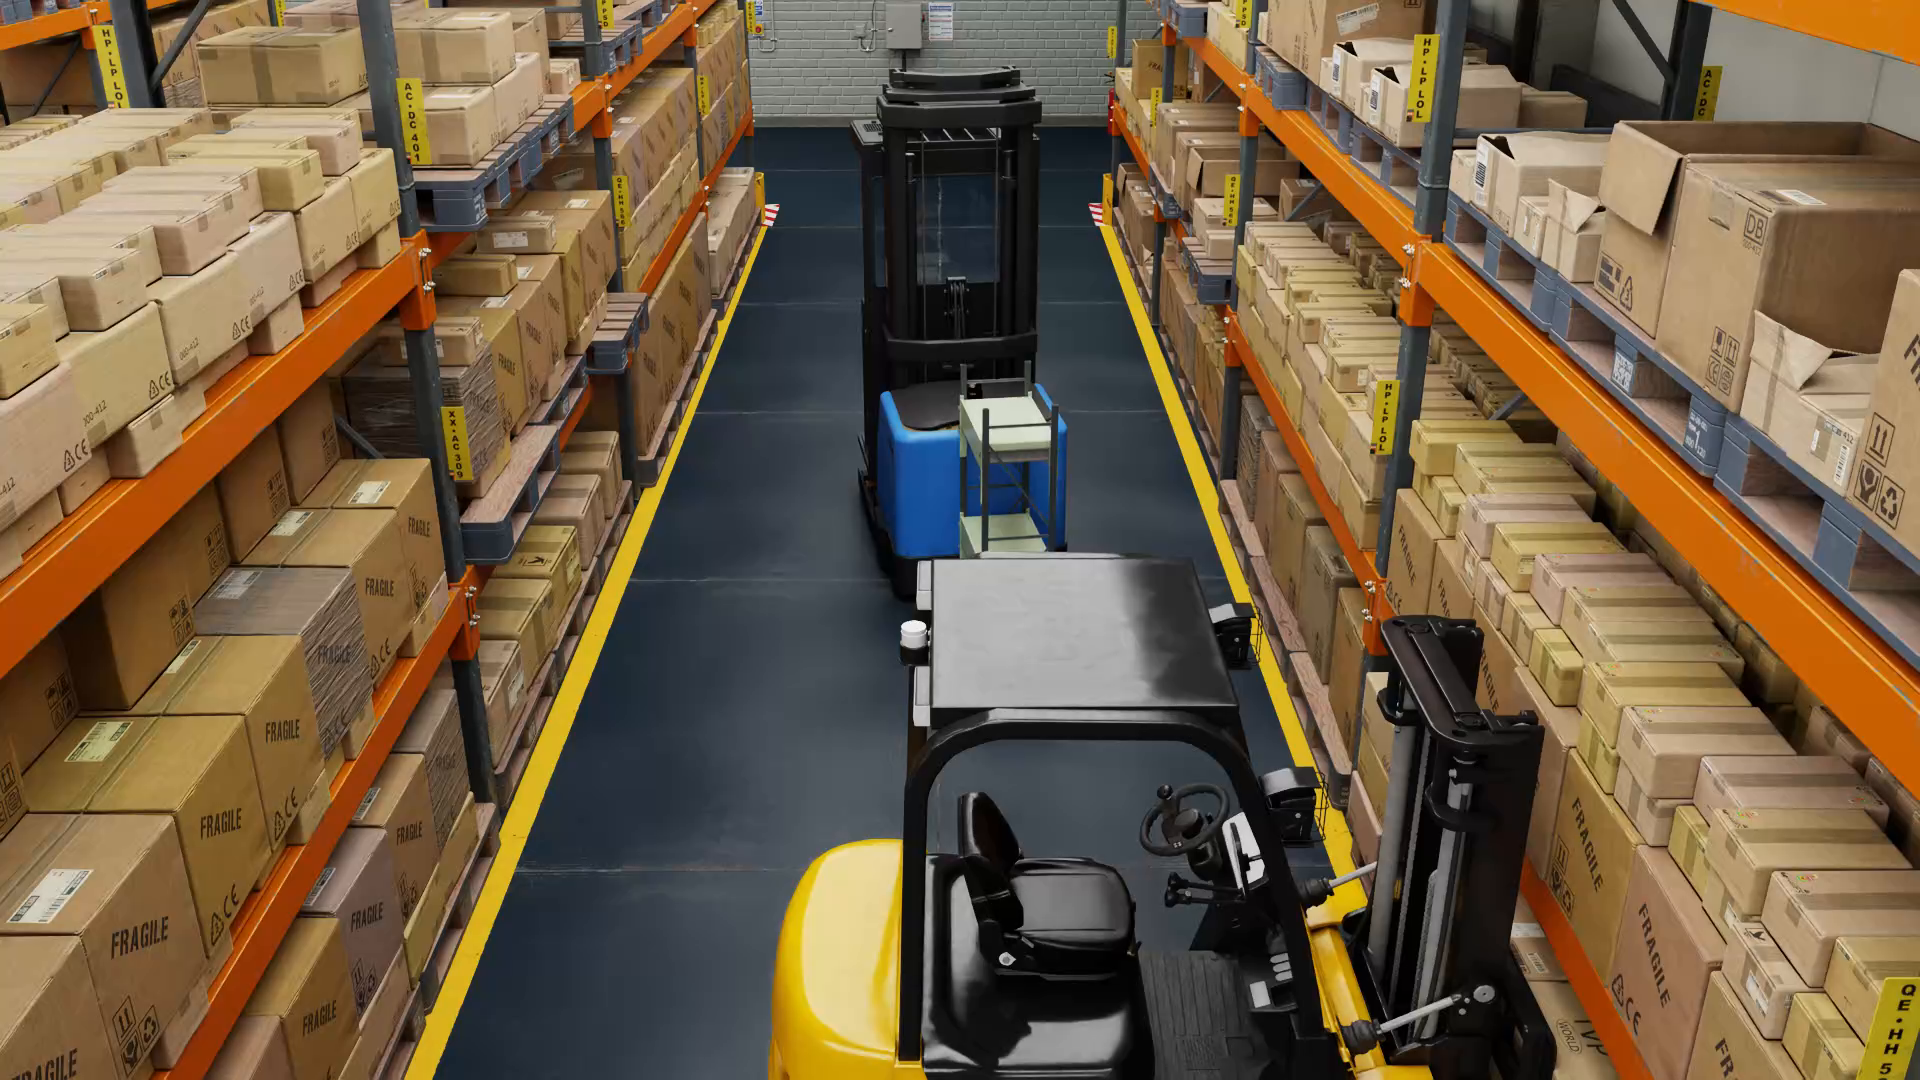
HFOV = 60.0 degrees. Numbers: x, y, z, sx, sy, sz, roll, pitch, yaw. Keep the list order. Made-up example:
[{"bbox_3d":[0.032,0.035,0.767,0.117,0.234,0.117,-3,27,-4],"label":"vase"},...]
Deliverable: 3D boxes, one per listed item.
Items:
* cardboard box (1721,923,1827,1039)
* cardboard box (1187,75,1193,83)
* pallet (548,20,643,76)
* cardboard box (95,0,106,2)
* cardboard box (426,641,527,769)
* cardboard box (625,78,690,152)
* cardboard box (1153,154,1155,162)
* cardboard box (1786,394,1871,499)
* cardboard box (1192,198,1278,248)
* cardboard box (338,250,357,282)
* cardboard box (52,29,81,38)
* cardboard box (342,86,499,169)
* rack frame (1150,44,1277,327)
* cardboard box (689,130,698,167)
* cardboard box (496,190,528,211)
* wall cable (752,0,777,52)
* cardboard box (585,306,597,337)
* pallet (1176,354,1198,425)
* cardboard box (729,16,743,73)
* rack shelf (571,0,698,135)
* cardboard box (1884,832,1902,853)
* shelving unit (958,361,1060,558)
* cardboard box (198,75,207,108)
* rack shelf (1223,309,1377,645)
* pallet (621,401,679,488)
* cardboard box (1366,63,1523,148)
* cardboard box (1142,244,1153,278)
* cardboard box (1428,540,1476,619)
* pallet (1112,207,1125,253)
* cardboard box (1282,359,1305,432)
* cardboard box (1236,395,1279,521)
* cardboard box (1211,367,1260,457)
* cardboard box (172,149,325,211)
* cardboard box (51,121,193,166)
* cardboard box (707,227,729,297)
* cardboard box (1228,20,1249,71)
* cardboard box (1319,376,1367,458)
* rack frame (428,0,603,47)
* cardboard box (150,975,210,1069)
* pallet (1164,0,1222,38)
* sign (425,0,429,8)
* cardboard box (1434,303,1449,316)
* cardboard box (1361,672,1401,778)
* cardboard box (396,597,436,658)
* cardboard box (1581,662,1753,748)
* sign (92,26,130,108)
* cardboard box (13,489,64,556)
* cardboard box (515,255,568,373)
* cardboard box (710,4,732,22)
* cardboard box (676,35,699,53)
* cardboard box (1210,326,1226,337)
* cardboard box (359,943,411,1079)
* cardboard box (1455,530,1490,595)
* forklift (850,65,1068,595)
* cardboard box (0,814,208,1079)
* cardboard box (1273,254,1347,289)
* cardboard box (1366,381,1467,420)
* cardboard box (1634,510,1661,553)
[{"bbox_3d":[2.043,1.035,3.912,0.380,0.149,0.250,0,24,0],"label":"cardboard box"},{"bbox_3d":[2.460,-4.636,17.182,0.500,0.250,0.500,0,24,0],"label":"cardboard box"},{"bbox_3d":[-2.751,-3.195,10.764,1.213,0.211,1.003,1,24,2],"label":"pallet"},{"bbox_3d":[-7.425,-4.724,14.097,0.500,0.250,0.500,1,24,2],"label":"cardboard box"},{"bbox_3d":[-2.656,0.789,8.046,0.950,0.372,0.625,0,24,0],"label":"cardboard box"},{"bbox_3d":[-2.466,-3.403,13.299,0.500,0.500,0.500,0,24,0],"label":"cardboard box"},{"bbox_3d":[1.948,-3.445,15.031,0.380,0.149,0.250,0,24,1],"label":"cardboard box"},{"bbox_3d":[2.047,-0.206,3.600,0.380,0.149,0.250,-1,24,-2],"label":"cardboard box"},{"bbox_3d":[1.937,-2.230,11.712,0.500,0.250,0.500,-1,24,-3],"label":"cardboard box"},{"bbox_3d":[-2.424,-1.020,6.031,0.380,0.149,0.250,0,24,0],"label":"cardboard box"},{"bbox_3d":[-7.970,-4.276,14.869,0.500,0.500,0.500,-1,24,-2],"label":"cardboard box"},{"bbox_3d":[-2.253,-1.734,6.975,0.500,0.250,0.500,-1,24,-2],"label":"cardboard box"},{"bbox_3d":[2.228,-3.322,14.454,1.000,3.000,0.127,0,24,-1],"label":"rack frame"},{"bbox_3d":[-2.487,-3.277,13.930,0.500,0.250,0.500,0,24,-1],"label":"cardboard box"},{"bbox_3d":[-2.918,-1.835,10.176,0.500,0.500,0.500,-1,24,-2],"label":"cardboard box"},{"bbox_3d":[-2.863,-7.747,22.967,0.585,1.953,0.123,0,24,-1],"label":"wall cable"},{"bbox_3d":[-2.335,-1.275,9.724,0.380,0.149,0.250,-1,24,-3],"label":"cardboard box"},{"bbox_3d":[2.291,-1.212,13.174,1.003,0.211,1.213,0,24,-1],"label":"pallet"},{"bbox_3d":[-2.500,-5.034,16.906,0.500,0.500,0.500,0,24,0],"label":"cardboard box"},{"bbox_3d":[-2.713,-3.513,12.109,1.077,0.370,4.000,0,24,-1],"label":"rack shelf"},{"bbox_3d":[2.610,0.825,4.378,0.380,0.149,0.250,-1,24,-2],"label":"cardboard box"},{"bbox_3d":[0.257,-0.157,9.278,0.431,1.500,0.755,-4,25,-8],"label":"shelving unit"},{"bbox_3d":[-7.454,-4.253,16.030,0.500,0.500,0.500,1,24,2],"label":"cardboard box"},{"bbox_3d":[2.294,-0.521,9.136,1.077,0.370,4.000,0,24,-1],"label":"rack shelf"},{"bbox_3d":[-2.625,-0.704,12.051,1.003,0.211,1.213,0,24,-1],"label":"pallet"},{"bbox_3d":[2.064,-1.885,7.116,0.500,0.311,0.500,-1,24,-2],"label":"cardboard box"},{"bbox_3d":[1.925,-2.643,15.761,0.396,0.266,0.258,1,24,1],"label":"cardboard box"},{"bbox_3d":[2.082,0.328,6.264,0.500,0.500,0.500,0,24,0],"label":"cardboard box"},{"bbox_3d":[2.195,-3.339,17.878,1.003,0.211,1.213,0,24,-1],"label":"pallet"},{"bbox_3d":[2.050,-0.788,9.034,0.500,0.250,0.500,1,24,1],"label":"cardboard box"},{"bbox_3d":[2.265,-0.526,10.644,0.875,0.625,0.625,1,24,1],"label":"cardboard box"},{"bbox_3d":[2.052,-0.899,11.622,0.500,0.500,0.500,0,24,1],"label":"cardboard box"},{"bbox_3d":[-2.299,-1.166,5.386,0.380,0.149,0.250,0,24,1],"label":"cardboard box"},{"bbox_3d":[-2.939,-1.379,5.855,0.380,0.149,0.250,0,24,1],"label":"cardboard box"},{"bbox_3d":[-2.634,-2.581,15.416,0.875,0.438,0.875,-1,24,-1],"label":"cardboard box"},{"bbox_3d":[2.024,-3.182,10.688,0.500,0.250,0.500,-1,24,-2],"label":"cardboard box"},{"bbox_3d":[2.042,-0.598,8.007,0.500,0.250,0.500,-1,24,-2],"label":"cardboard box"},{"bbox_3d":[-2.691,-4.383,9.521,1.000,3.000,0.127,0,24,-1],"label":"rack frame"},{"bbox_3d":[-2.296,1.302,4.536,0.380,0.149,0.250,0,24,0],"label":"cardboard box"},{"bbox_3d":[2.180,-3.906,12.335,1.213,0.211,1.003,0,24,-1],"label":"pallet"},{"bbox_3d":[-3.246,-3.289,10.018,0.100,0.325,0.005,0,24,-1],"label":"sign"},{"bbox_3d":[2.556,-1.140,8.723,0.380,0.149,0.250,0,24,0],"label":"cardboard box"},{"bbox_3d":[2.007,0.782,6.996,0.500,0.250,0.500,-1,24,-1],"label":"cardboard box"},{"bbox_3d":[-2.330,0.347,6.648,0.380,0.149,0.250,0,24,1],"label":"cardboard box"},{"bbox_3d":[2.030,0.474,4.792,0.380,0.149,0.250,0,24,0],"label":"cardboard box"},{"bbox_3d":[-3.203,-1.779,6.298,0.100,0.325,0.005,0,24,-1],"label":"sign"},{"bbox_3d":[-2.371,-0.062,3.913,0.380,0.149,0.250,0,24,-1],"label":"cardboard box"},{"bbox_3d":[-2.380,-1.190,8.749,0.500,0.500,0.500,-1,24,-3],"label":"cardboard box"},{"bbox_3d":[-2.499,-5.281,16.665,0.380,0.149,0.250,0,24,1],"label":"cardboard box"},{"bbox_3d":[-2.498,-4.331,14.565,0.380,0.149,0.250,0,24,0],"label":"cardboard box"},{"bbox_3d":[2.021,-1.445,12.041,0.380,0.149,0.250,-1,24,-2],"label":"cardboard box"},{"bbox_3d":[-2.356,1.732,6.108,0.500,0.250,0.500,0,24,0],"label":"cardboard box"},{"bbox_3d":[2.020,0.082,6.020,0.380,0.149,0.250,0,24,1],"label":"cardboard box"},{"bbox_3d":[-0.098,-1.589,10.707,1.130,2.935,3.031,-4,25,-8],"label":"forklift"},{"bbox_3d":[-2.341,1.056,4.293,0.500,0.500,0.500,0,24,1],"label":"cardboard box"},{"bbox_3d":[2.029,-1.558,9.647,0.380,0.149,0.250,0,24,0],"label":"cardboard box"},{"bbox_3d":[2.069,-0.612,7.555,0.380,0.149,0.250,-1,24,-1],"label":"cardboard box"},{"bbox_3d":[2.664,-0.056,5.965,0.380,0.149,0.250,-1,24,-2],"label":"cardboard box"}]
